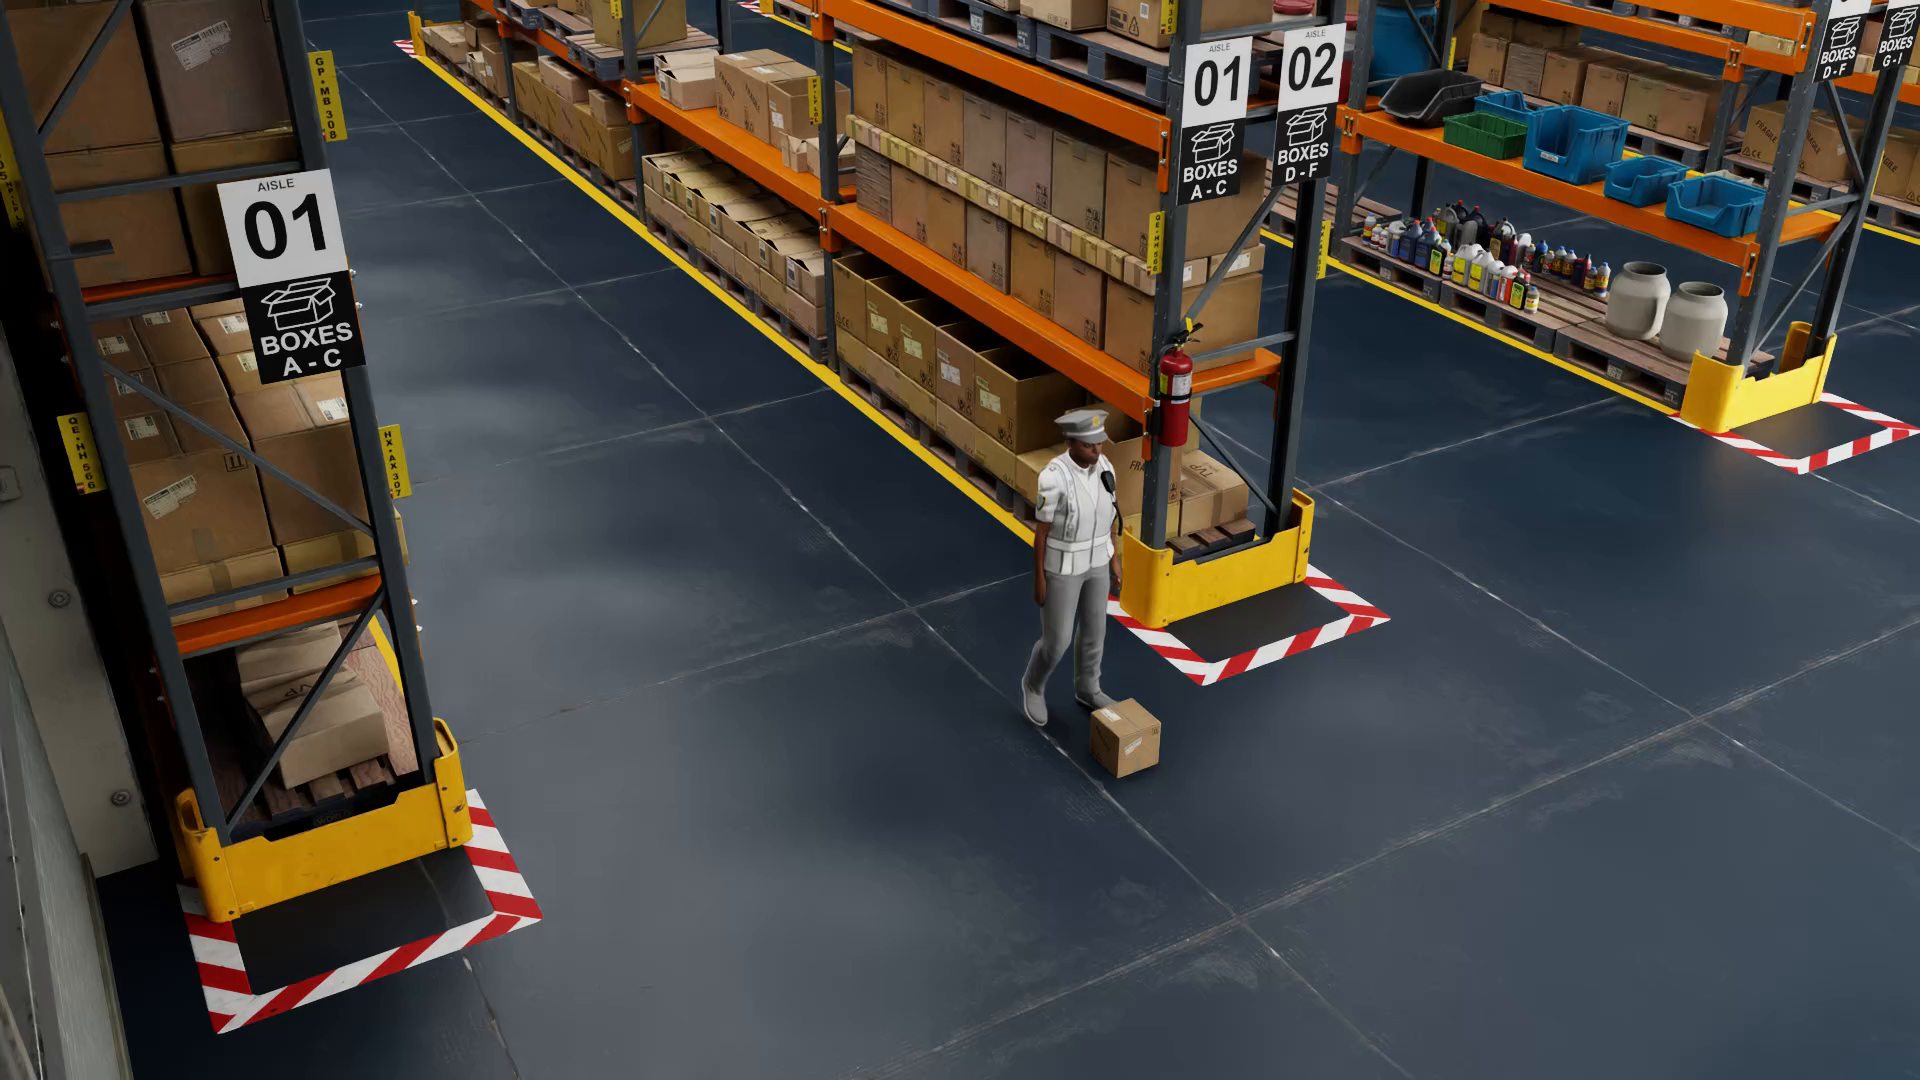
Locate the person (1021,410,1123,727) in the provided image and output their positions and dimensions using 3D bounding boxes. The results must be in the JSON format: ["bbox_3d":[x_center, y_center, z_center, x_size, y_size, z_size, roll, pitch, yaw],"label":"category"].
[{"bbox_3d":[0.583,0.145,8.247,0.513,1.711,0.454,-19,35,-31],"label":"person"}]
